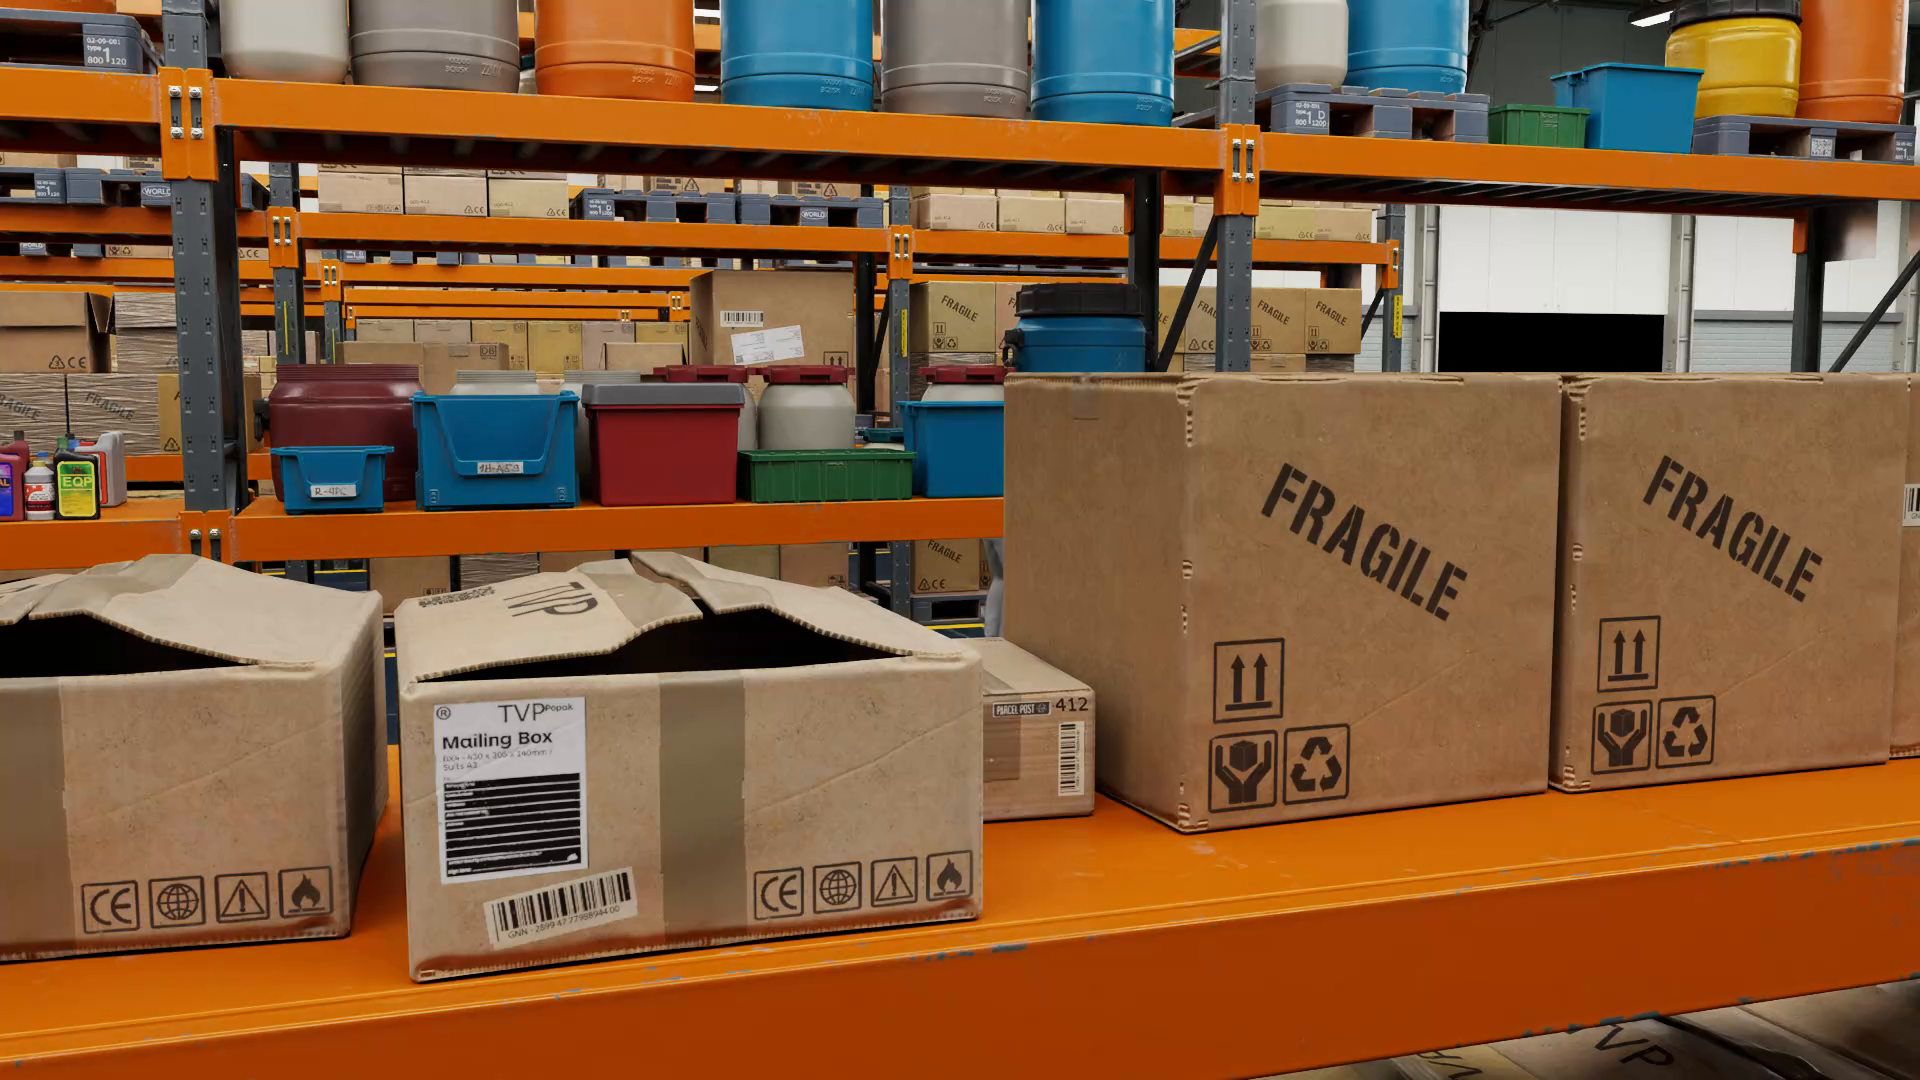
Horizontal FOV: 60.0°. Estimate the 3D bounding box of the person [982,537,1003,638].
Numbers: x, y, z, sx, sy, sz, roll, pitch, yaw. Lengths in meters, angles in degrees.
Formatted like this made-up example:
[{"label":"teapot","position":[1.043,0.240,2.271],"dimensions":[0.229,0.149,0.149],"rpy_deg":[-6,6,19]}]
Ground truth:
[{"label":"person","position":[0.377,-0.124,10.508],"dimensions":[0.576,1.764,0.490],"rpy_deg":[-2,6,-20]}]
